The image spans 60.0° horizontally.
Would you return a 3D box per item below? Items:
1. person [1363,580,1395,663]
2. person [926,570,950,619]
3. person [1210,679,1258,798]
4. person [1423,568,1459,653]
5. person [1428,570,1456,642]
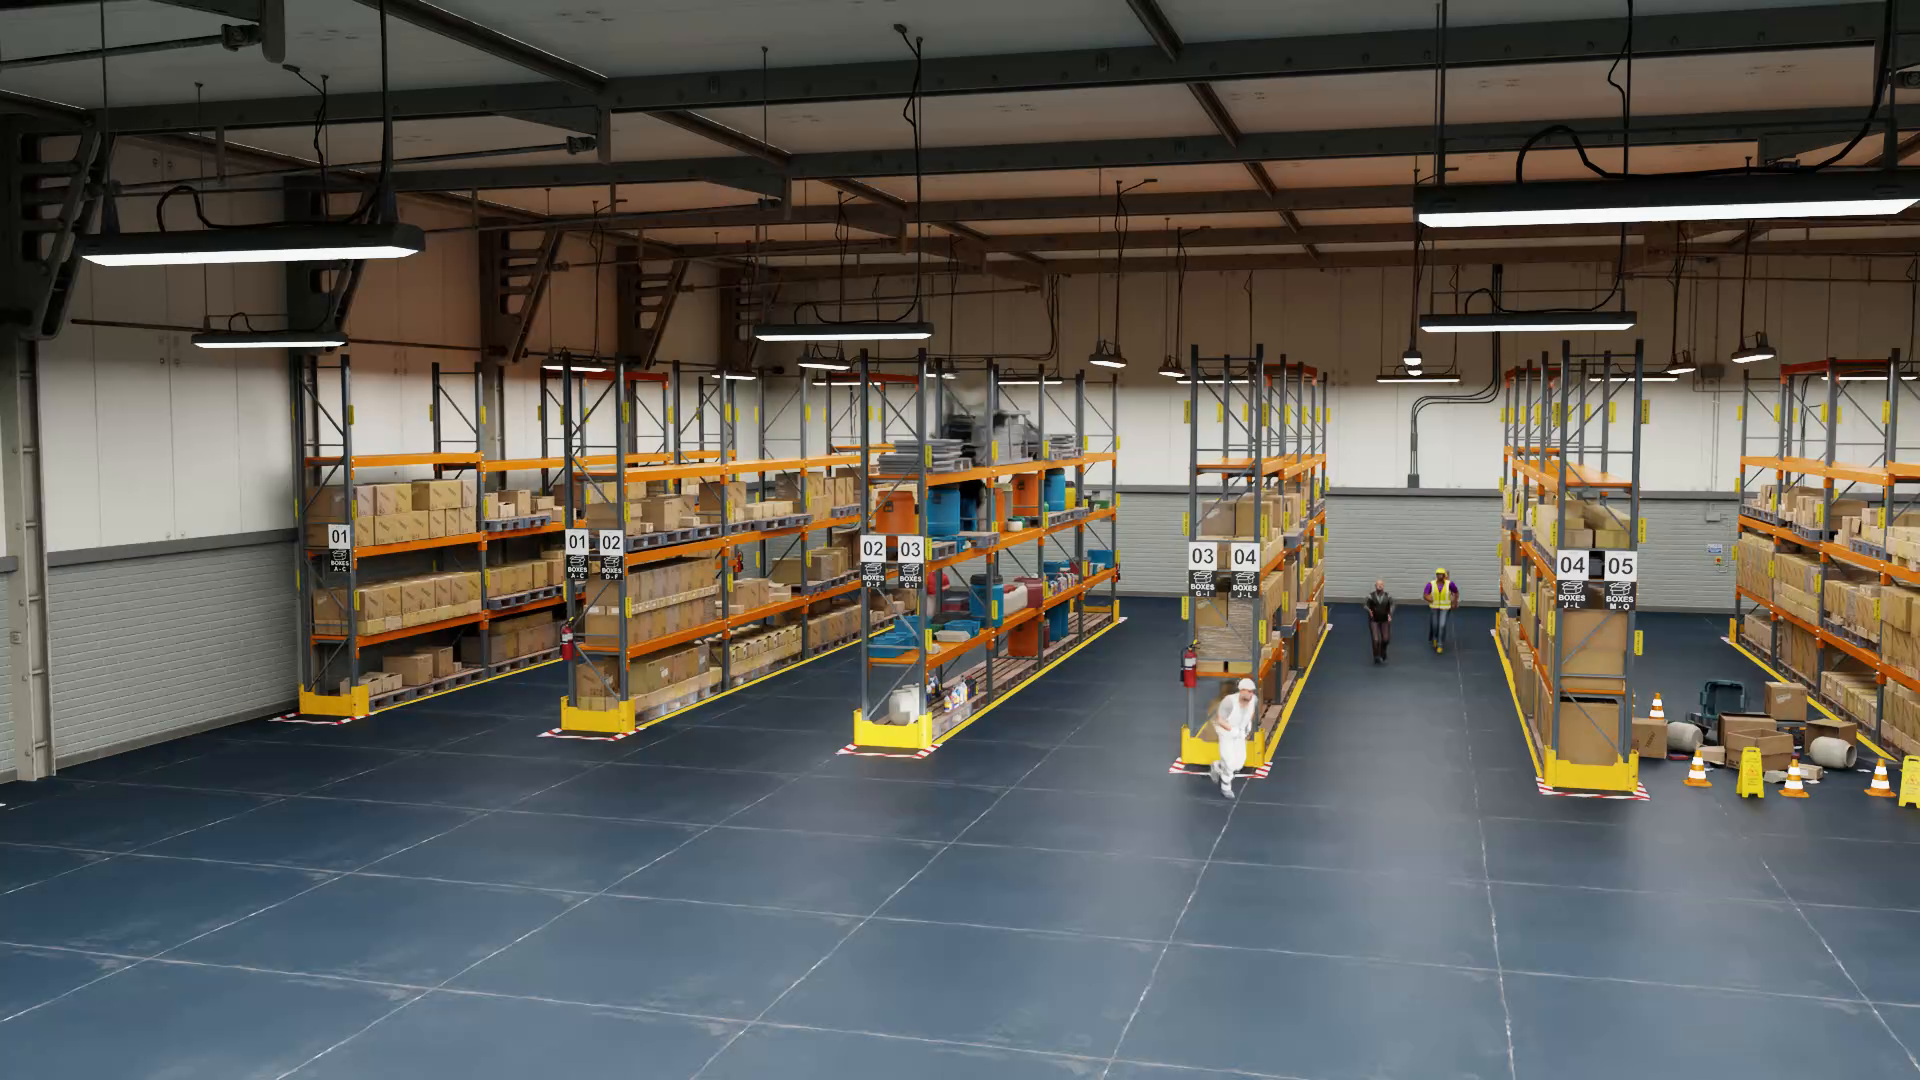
[{"bbox_3d":[8.455,1.647,33.511,0.644,1.673,0.591,1,4,9],"label":"person"},{"bbox_3d":[-0.559,1.363,37.097,0.672,1.732,0.966,0,4,5],"label":"person"},{"bbox_3d":[3.605,2.575,21.802,0.677,1.616,0.898,-2,5,-27],"label":"person"},{"bbox_3d":[10.191,1.469,35.288,0.725,1.775,0.867,2,5,21],"label":"person"},{"bbox_3d":[10.607,1.458,36.548,0.625,1.598,0.582,1,4,11],"label":"person"}]
